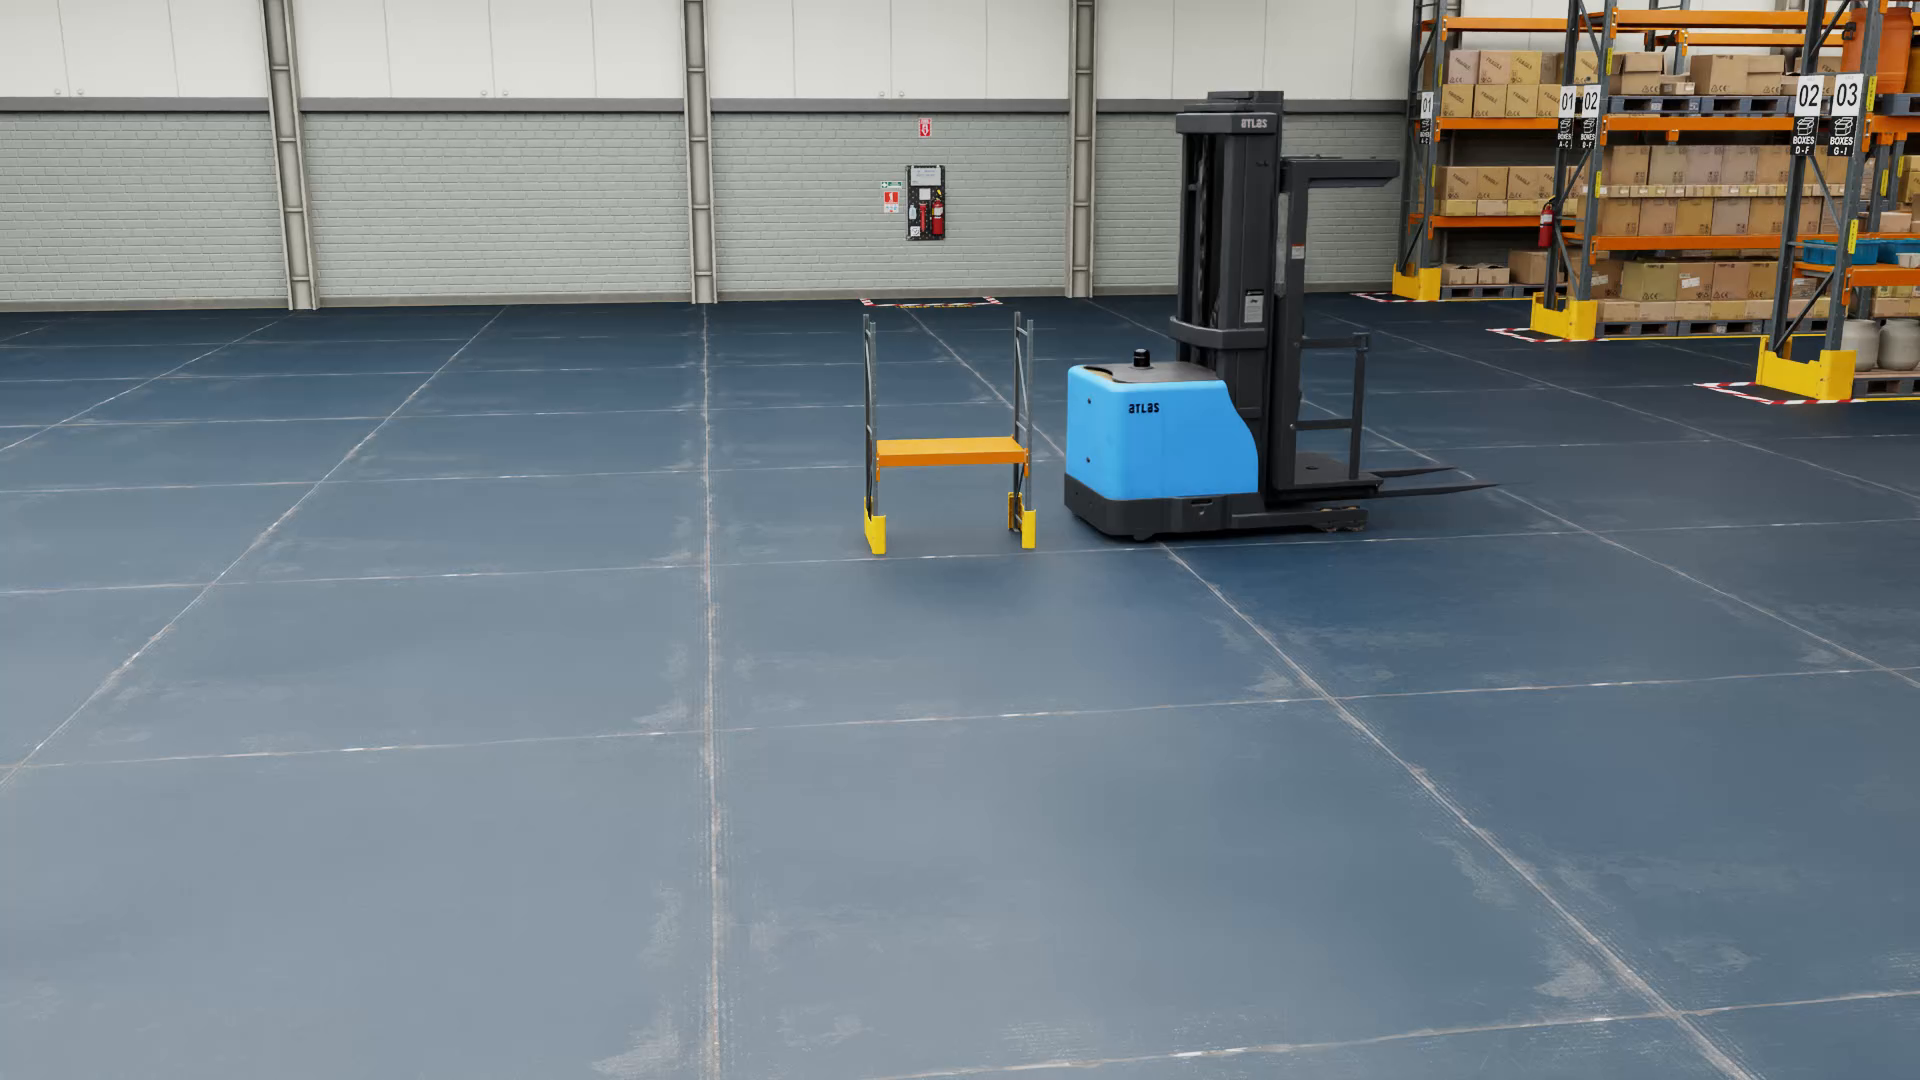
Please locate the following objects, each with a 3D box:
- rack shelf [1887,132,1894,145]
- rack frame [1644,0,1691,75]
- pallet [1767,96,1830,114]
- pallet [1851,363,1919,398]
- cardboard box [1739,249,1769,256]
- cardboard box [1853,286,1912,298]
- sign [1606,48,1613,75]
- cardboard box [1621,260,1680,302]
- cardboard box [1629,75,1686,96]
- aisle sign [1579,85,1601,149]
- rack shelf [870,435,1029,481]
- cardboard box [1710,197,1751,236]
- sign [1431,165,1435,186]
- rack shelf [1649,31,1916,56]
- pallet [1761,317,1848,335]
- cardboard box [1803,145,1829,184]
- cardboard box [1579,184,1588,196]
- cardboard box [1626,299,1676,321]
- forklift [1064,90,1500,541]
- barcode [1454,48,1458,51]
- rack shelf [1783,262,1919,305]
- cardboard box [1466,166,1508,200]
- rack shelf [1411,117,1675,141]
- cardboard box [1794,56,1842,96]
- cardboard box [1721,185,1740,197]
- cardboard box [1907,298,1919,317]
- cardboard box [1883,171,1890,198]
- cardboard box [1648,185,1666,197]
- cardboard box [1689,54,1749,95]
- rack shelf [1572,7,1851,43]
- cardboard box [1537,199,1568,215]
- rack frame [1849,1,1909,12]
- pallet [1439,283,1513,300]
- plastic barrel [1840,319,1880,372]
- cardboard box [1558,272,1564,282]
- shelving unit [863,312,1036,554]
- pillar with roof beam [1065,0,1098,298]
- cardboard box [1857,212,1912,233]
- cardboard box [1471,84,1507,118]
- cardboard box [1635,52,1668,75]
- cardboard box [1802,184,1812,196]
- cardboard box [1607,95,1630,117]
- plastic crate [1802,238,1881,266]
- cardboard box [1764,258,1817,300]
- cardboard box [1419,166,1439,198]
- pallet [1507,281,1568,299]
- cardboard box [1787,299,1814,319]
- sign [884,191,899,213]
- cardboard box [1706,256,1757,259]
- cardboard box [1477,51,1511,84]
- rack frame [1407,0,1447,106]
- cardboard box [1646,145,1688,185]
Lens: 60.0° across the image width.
[{"bbox_3d":[13.969,-5.520,22.379,4.000,0.370,1.077,-2,14,-8],"label":"rack shelf"},{"bbox_3d":[11.249,-8.443,26.388,0.127,3.000,1.000,-2,14,-8],"label":"rack frame"},{"bbox_3d":[11.151,-5.716,21.865,1.213,0.211,1.003,-2,14,-8],"label":"pallet"},{"bbox_3d":[9.642,-1.695,17.546,1.213,0.211,1.003,-2,14,-8],"label":"pallet"},{"bbox_3d":[12.989,-4.604,27.649,0.500,0.500,0.700,-2,14,-8],"label":"cardboard box"},{"bbox_3d":[12.437,-3.439,22.403,0.500,0.311,0.500,-2,14,-8],"label":"cardboard box"},{"bbox_3d":[8.112,-5.980,20.775,0.005,0.325,0.100,-2,14,-8],"label":"sign"},{"bbox_3d":[9.093,-3.415,21.920,0.500,0.500,0.500,-2,14,-8],"label":"cardboard box"},{"bbox_3d":[9.135,-5.956,21.794,0.500,0.250,0.500,-2,14,-8],"label":"cardboard box"},{"bbox_3d":[8.016,-5.382,21.170,0.004,0.787,0.394,-2,14,-8],"label":"aisle sign"},{"bbox_3d":[-0.084,-0.550,11.071,1.000,0.185,0.538,-2,14,-8],"label":"rack shelf"},{"bbox_3d":[10.030,-4.316,22.059,0.500,0.500,0.700,-2,14,-7],"label":"cardboard box"},{"bbox_3d":[7.375,-5.678,25.914,0.005,0.325,0.100,-2,14,-8],"label":"sign"},{"bbox_3d":[13.227,-7.973,26.814,4.000,0.370,1.077,-2,14,-8],"label":"rack shelf"},{"bbox_3d":[11.198,-2.970,22.632,1.213,0.211,1.003,-2,14,-8],"label":"pallet"},{"bbox_3d":[11.054,-4.983,22.053,0.500,0.500,0.700,-2,14,-8],"label":"cardboard box"},{"bbox_3d":[8.385,-4.619,21.936,0.250,0.149,0.380,-2,14,-9],"label":"cardboard box"},{"bbox_3d":[9.093,-3.052,22.013,0.500,0.250,0.500,-2,14,-8],"label":"cardboard box"},{"bbox_3d":[2.320,-1.591,11.542,3.031,2.935,1.130,-4,15,-14],"label":"forklift"},{"bbox_3d":[7.922,-7.814,26.551,0.075,0.075,0.001,-2,14,-8],"label":"barcode"},{"bbox_3d":[10.748,-2.729,17.414,4.000,0.370,1.077,-2,14,-8],"label":"rack shelf"},{"bbox_3d":[8.301,-5.649,26.307,0.500,0.500,0.500,-2,14,-8],"label":"cardboard box"},{"bbox_3d":[9.272,-6.567,26.552,4.000,0.370,1.077,-2,14,-8],"label":"rack shelf"},{"bbox_3d":[11.454,-6.162,22.102,0.500,0.500,0.500,-1,14,-4],"label":"cardboard box"},{"bbox_3d":[9.976,-4.578,21.770,0.250,0.149,0.380,-2,14,-8],"label":"cardboard box"},{"bbox_3d":[12.932,-3.185,22.544,0.500,0.250,0.500,-2,14,-7],"label":"cardboard box"},{"bbox_3d":[15.633,-5.961,27.967,0.500,0.500,0.500,-2,14,-8],"label":"cardboard box"},{"bbox_3d":[8.963,-4.541,21.624,0.250,0.149,0.380,-2,14,-8],"label":"cardboard box"},{"bbox_3d":[9.719,-5.966,21.322,0.500,0.500,0.500,-2,14,-8],"label":"cardboard box"},{"bbox_3d":[10.013,-6.636,21.485,4.000,0.370,1.077,-2,14,-8],"label":"rack shelf"},{"bbox_3d":[9.340,-5.323,26.550,0.500,0.250,0.500,-2,14,-8],"label":"cardboard box"},{"bbox_3d":[11.991,-7.252,21.638,0.127,3.000,1.000,-2,14,-8],"label":"rack frame"},{"bbox_3d":[8.178,-4.059,26.974,1.213,0.211,1.003,-2,14,-8],"label":"pallet"},{"bbox_3d":[9.409,-2.044,17.458,0.421,0.512,0.421,0,14,0],"label":"plastic barrel"},{"bbox_3d":[9.665,-4.311,27.200,0.250,0.149,0.380,-3,14,-13],"label":"cardboard box"},{"bbox_3d":[-0.075,-0.725,11.028,1.083,1.500,0.587,-2,14,-8],"label":"shelving unit"},{"bbox_3d":[2.566,-7.278,21.745,0.400,9.000,9.100,-2,14,-8],"label":"pillar with roof beam"},{"bbox_3d":[12.471,-4.297,22.499,0.500,0.250,0.500,-1,14,-5],"label":"cardboard box"},{"bbox_3d":[8.198,-6.864,26.013,0.500,0.500,0.500,-1,14,-5],"label":"cardboard box"},{"bbox_3d":[10.794,-7.448,26.285,0.500,0.500,0.500,-3,14,-13],"label":"cardboard box"},{"bbox_3d":[10.991,-4.615,21.919,0.250,0.149,0.380,-2,14,-8],"label":"cardboard box"},{"bbox_3d":[10.285,-6.953,26.368,0.500,0.500,0.500,-3,14,-13],"label":"cardboard box"},{"bbox_3d":[9.220,-3.023,17.415,0.616,0.251,0.499,-2,14,-8],"label":"plastic crate"},{"bbox_3d":[11.069,-3.491,22.222,0.500,0.500,0.500,-2,14,-8],"label":"cardboard box"},{"bbox_3d":[7.728,-5.757,26.737,0.500,0.500,0.500,-2,14,-9],"label":"cardboard box"},{"bbox_3d":[9.382,-4.103,27.147,1.213,0.211,1.003,-2,14,-8],"label":"pallet"},{"bbox_3d":[11.069,-3.127,22.311,0.500,0.250,0.500,-2,14,-8],"label":"cardboard box"},{"bbox_3d":[-1.087,-5.346,26.298,0.234,0.329,0.001,-2,14,-8],"label":"sign"},{"bbox_3d":[10.497,-3.598,22.648,0.500,0.500,0.500,-2,14,-8],"label":"cardboard box"},{"bbox_3d":[8.215,-7.348,25.886,0.500,0.500,0.500,-2,14,-9],"label":"cardboard box"},{"bbox_3d":[7.294,-8.298,25.810,0.127,3.000,1.000,-2,14,-8],"label":"rack frame"},{"bbox_3d":[9.071,-4.911,21.764,0.500,0.500,0.700,-2,14,-10],"label":"cardboard box"}]
